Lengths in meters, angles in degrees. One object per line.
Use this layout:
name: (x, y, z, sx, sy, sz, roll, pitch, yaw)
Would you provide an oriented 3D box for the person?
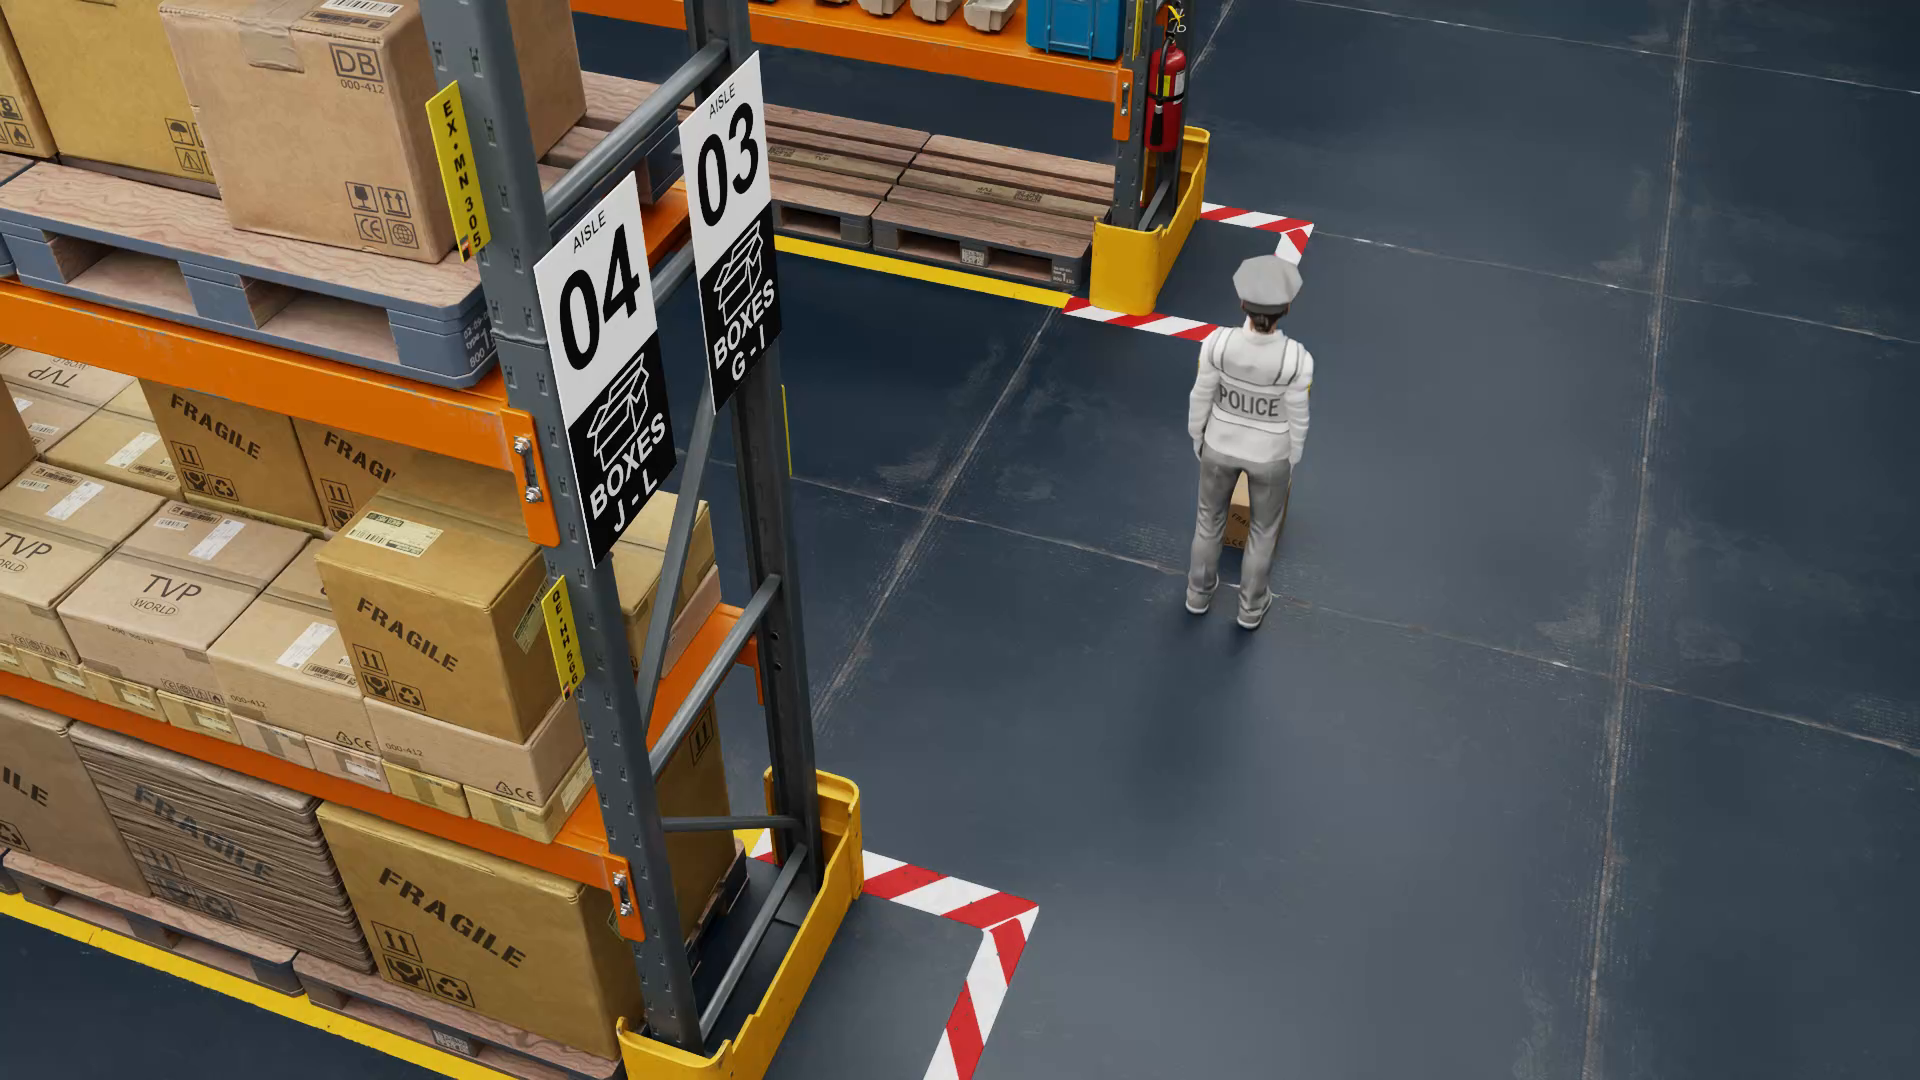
person: (1.126, -0.366, 6.570, 0.468, 1.666, 0.329, 15, 44, 16)
